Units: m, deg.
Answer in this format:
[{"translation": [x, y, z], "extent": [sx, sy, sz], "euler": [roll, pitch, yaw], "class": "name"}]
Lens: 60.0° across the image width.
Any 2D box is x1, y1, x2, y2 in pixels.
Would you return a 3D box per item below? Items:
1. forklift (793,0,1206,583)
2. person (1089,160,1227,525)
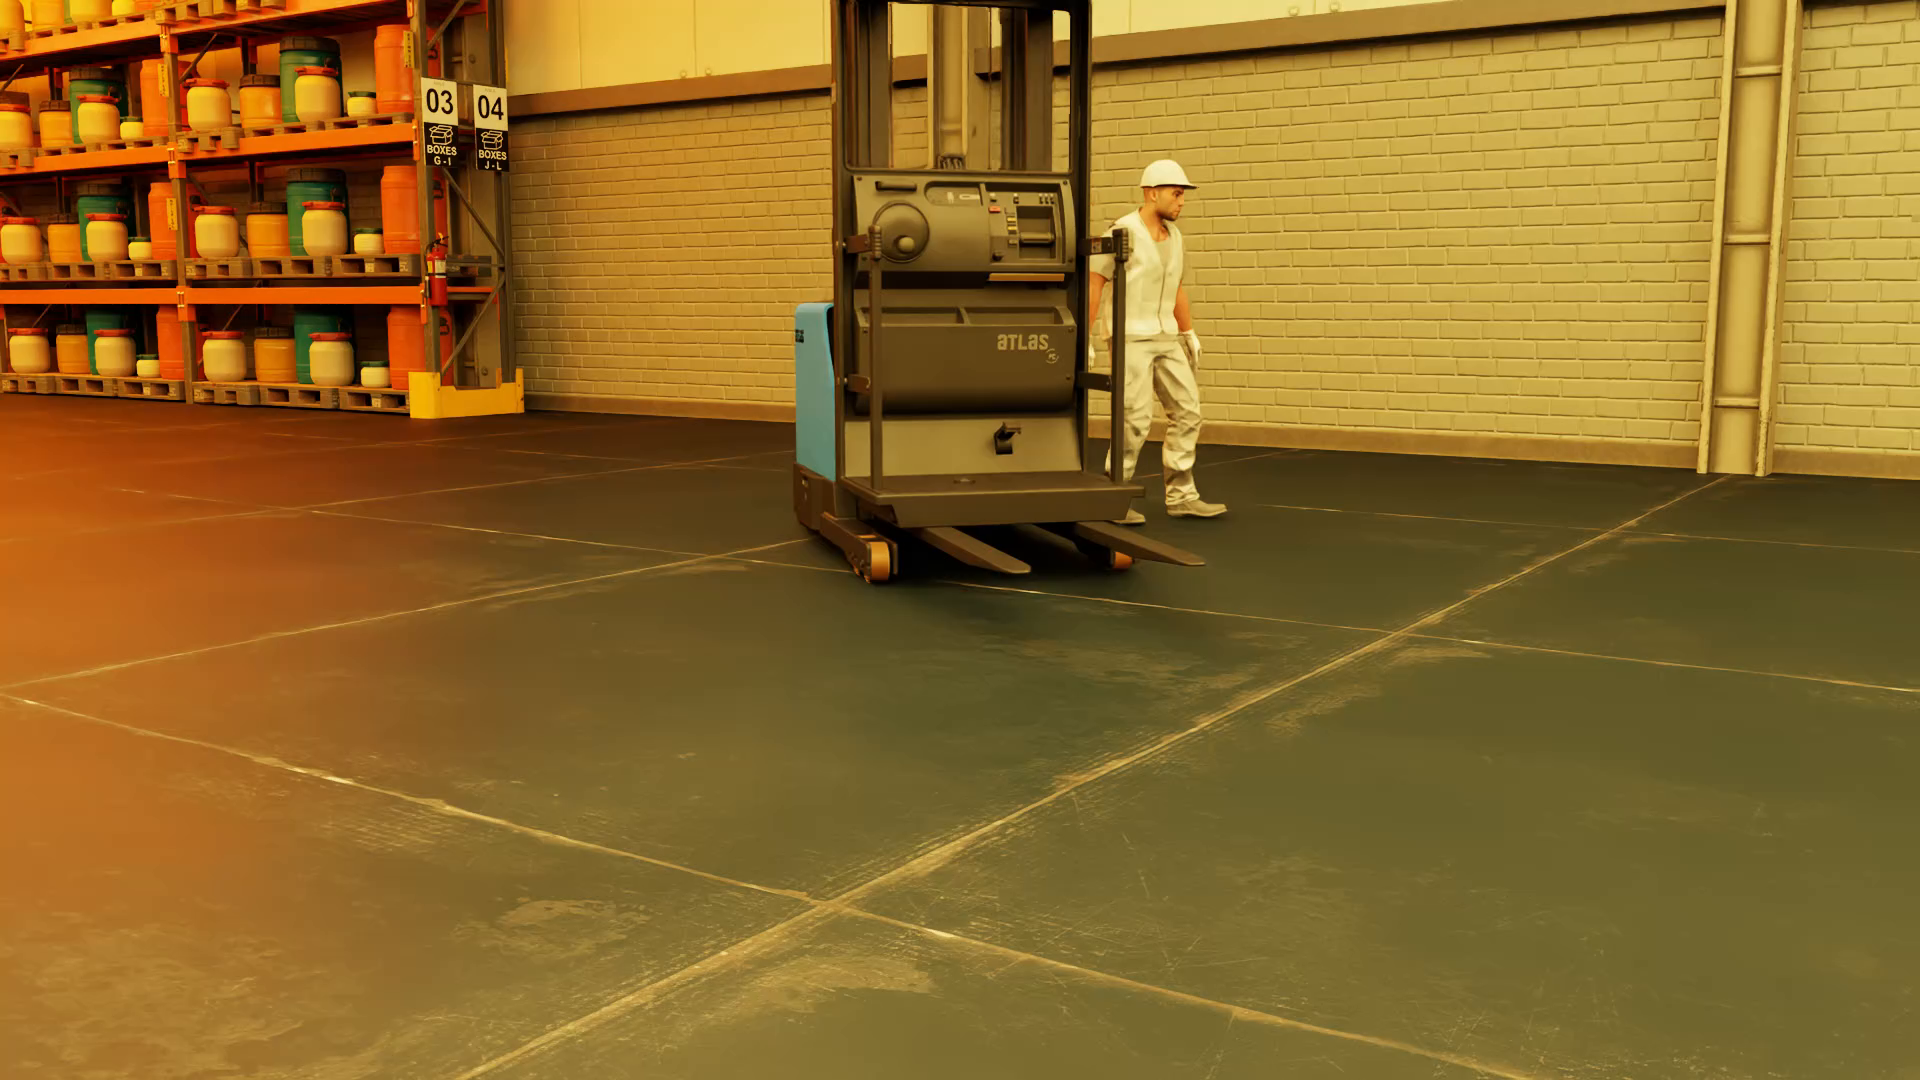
[{"translation": [0.082, -1.345, 6.651], "extent": [1.130, 2.935, 3.031], "euler": [-2, 8, -15], "class": "forklift"}, {"translation": [0.938, -0.955, 8.110], "extent": [0.854, 1.750, 0.433], "euler": [-7, 11, -41], "class": "person"}]
